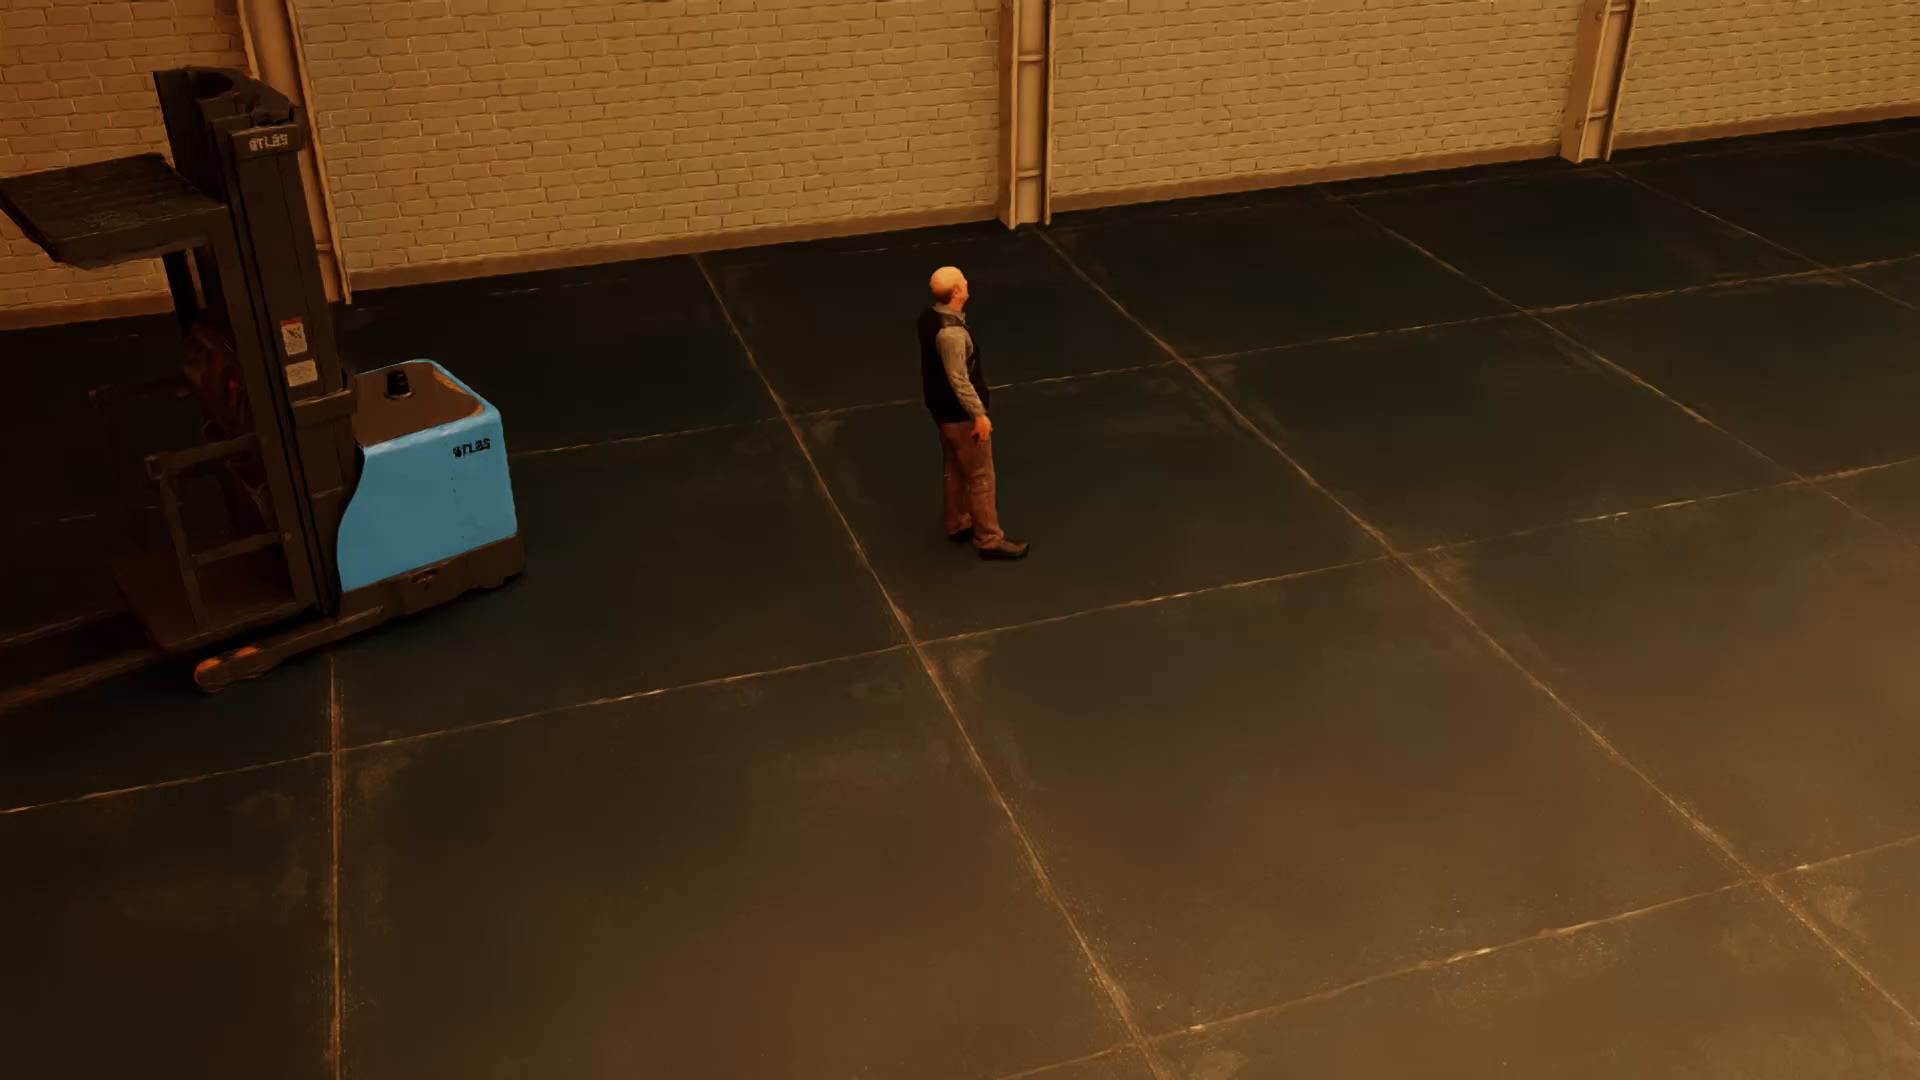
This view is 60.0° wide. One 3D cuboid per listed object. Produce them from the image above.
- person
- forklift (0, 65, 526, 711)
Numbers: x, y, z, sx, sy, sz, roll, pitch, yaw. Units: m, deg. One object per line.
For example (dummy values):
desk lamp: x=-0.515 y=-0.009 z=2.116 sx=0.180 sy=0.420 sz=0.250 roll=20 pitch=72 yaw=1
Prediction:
person: x=0.062 y=-0.758 z=9.604 sx=0.567 sy=1.720 sz=0.632 roll=-10 pitch=31 yaw=-16
forklift: x=-3.980 y=-0.779 z=8.441 sx=3.031 sy=2.935 sz=1.130 roll=-22 pitch=36 yaw=-33
